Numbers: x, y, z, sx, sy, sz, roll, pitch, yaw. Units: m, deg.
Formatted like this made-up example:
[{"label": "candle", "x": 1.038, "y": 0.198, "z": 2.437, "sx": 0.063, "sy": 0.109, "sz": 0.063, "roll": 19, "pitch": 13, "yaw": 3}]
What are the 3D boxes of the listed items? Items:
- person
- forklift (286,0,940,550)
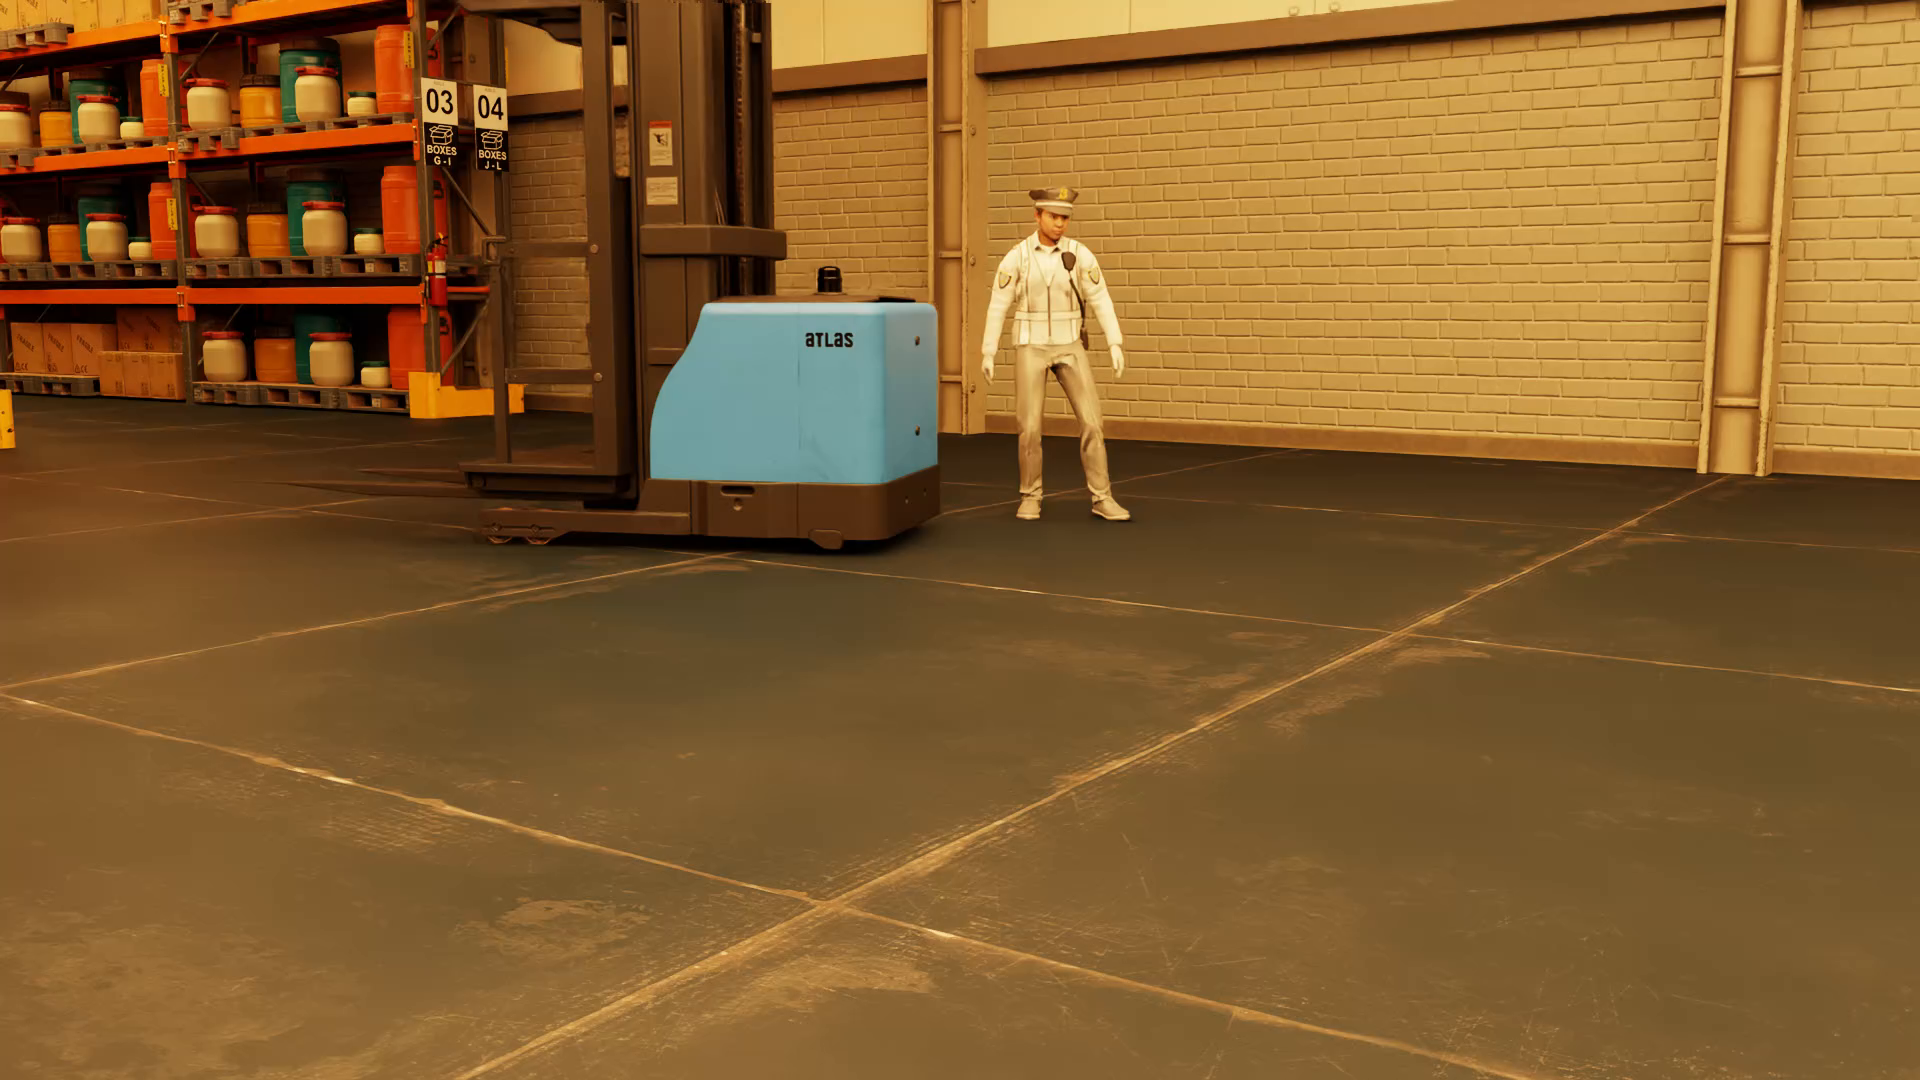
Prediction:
[{"label": "person", "x": 0.477, "y": -0.925, "z": 8.303, "sx": 0.741, "sy": 1.642, "sz": 0.361, "roll": 0, "pitch": 8, "yaw": -2}, {"label": "forklift", "x": -1.669, "y": -1.496, "z": 7.715, "sx": 3.031, "sy": 2.935, "sz": 1.130, "roll": 2, "pitch": 8, "yaw": 14}]
